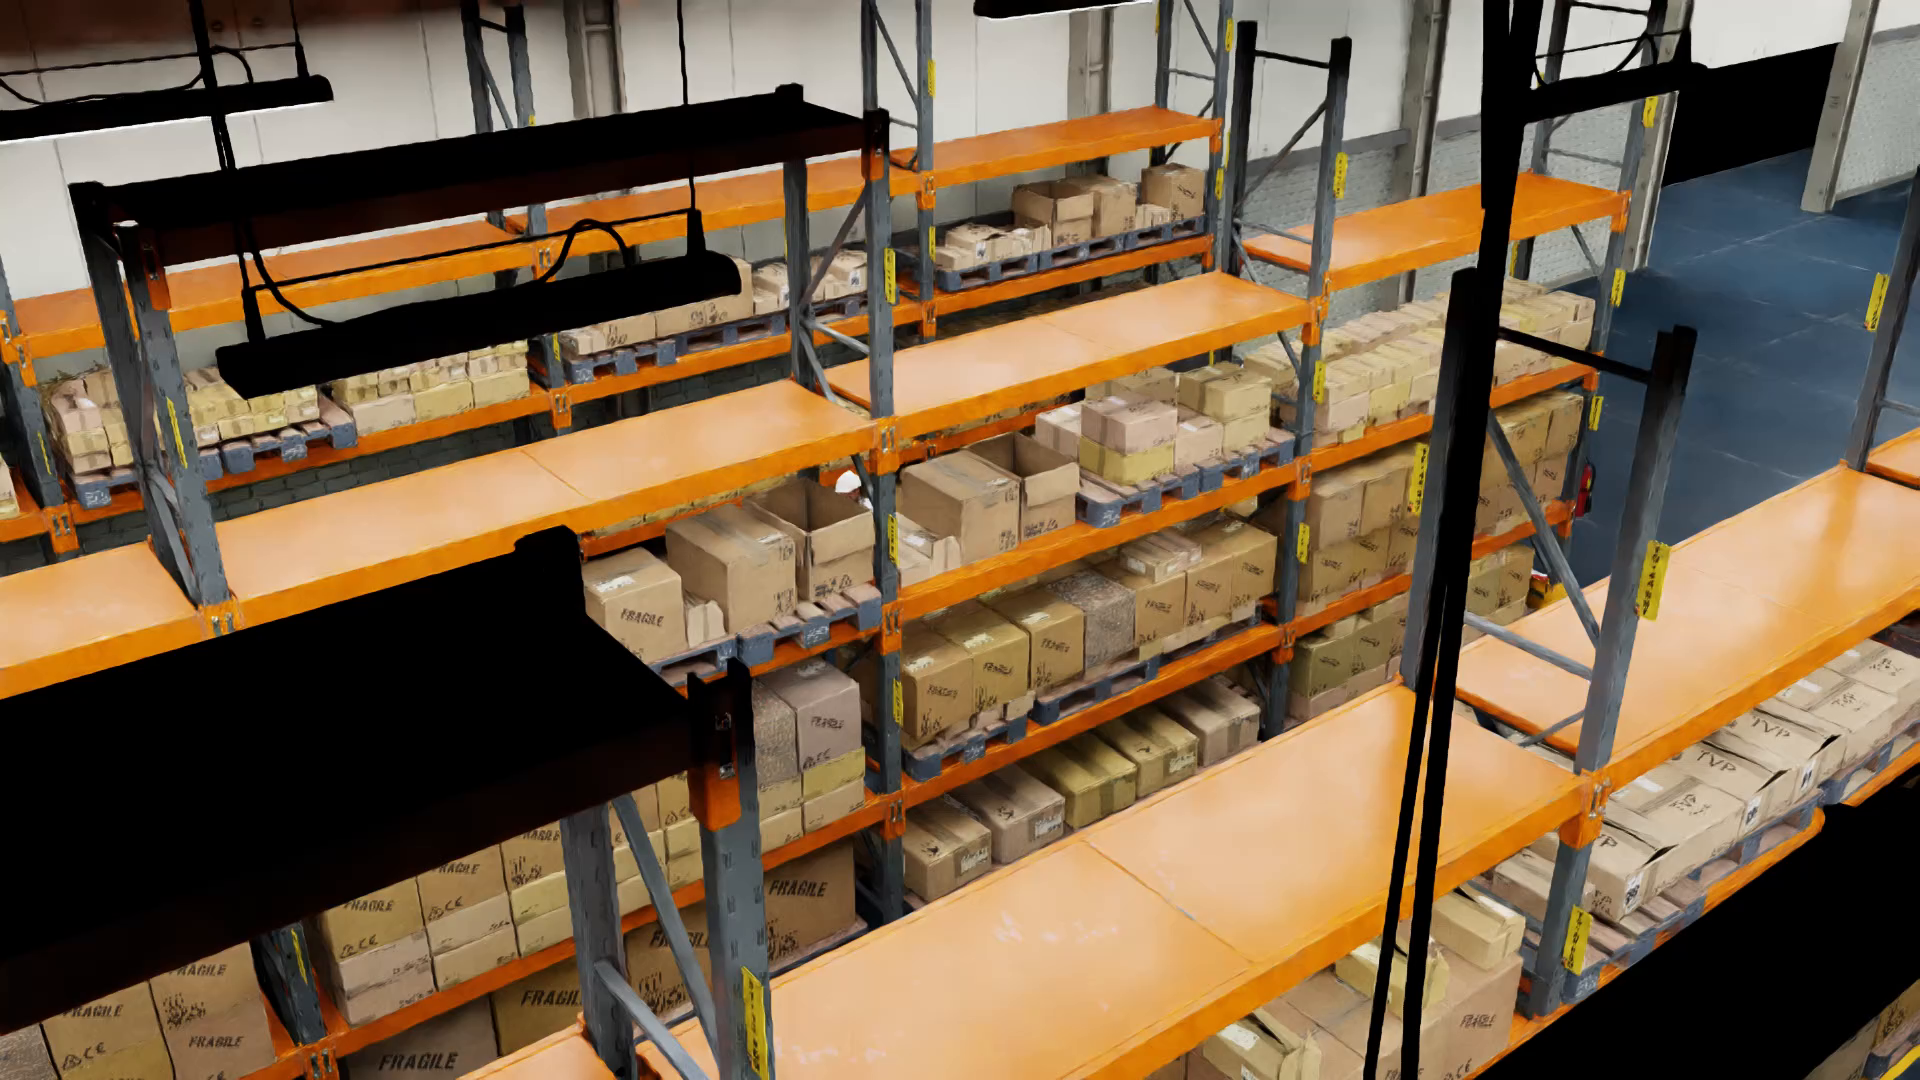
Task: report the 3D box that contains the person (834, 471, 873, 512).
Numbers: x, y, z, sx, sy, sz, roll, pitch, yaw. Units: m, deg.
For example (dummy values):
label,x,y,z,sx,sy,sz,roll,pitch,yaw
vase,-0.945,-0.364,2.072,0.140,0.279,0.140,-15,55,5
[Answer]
label,x,y,z,sx,sy,sz,roll,pitch,yaw
person,-1.024,0.185,15.692,0.630,1.768,0.583,-5,27,-11
